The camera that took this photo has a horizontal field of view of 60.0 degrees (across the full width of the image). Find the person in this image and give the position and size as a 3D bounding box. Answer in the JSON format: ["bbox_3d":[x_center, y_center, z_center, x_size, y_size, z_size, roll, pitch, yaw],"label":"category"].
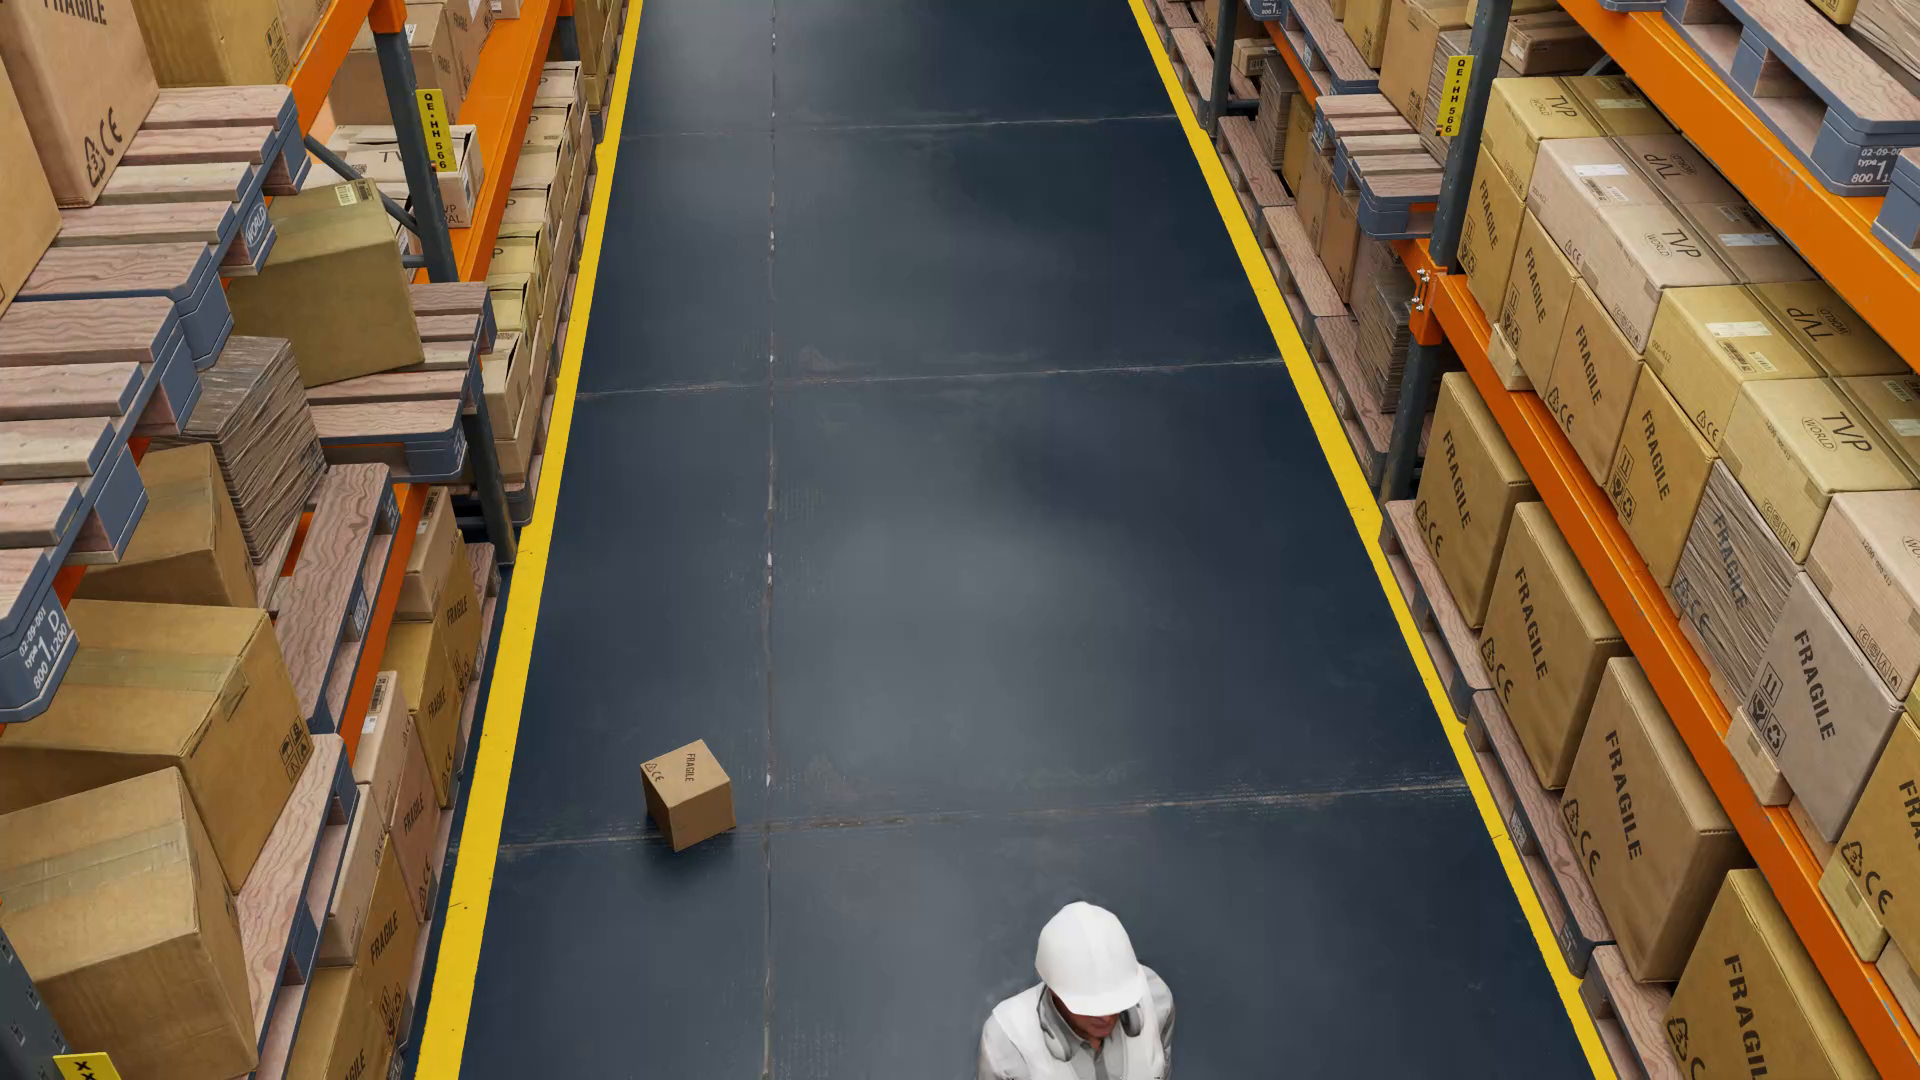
[{"bbox_3d":[0.309,1.572,4.191,0.590,1.785,0.840,-12,40,-14],"label":"person"}]
